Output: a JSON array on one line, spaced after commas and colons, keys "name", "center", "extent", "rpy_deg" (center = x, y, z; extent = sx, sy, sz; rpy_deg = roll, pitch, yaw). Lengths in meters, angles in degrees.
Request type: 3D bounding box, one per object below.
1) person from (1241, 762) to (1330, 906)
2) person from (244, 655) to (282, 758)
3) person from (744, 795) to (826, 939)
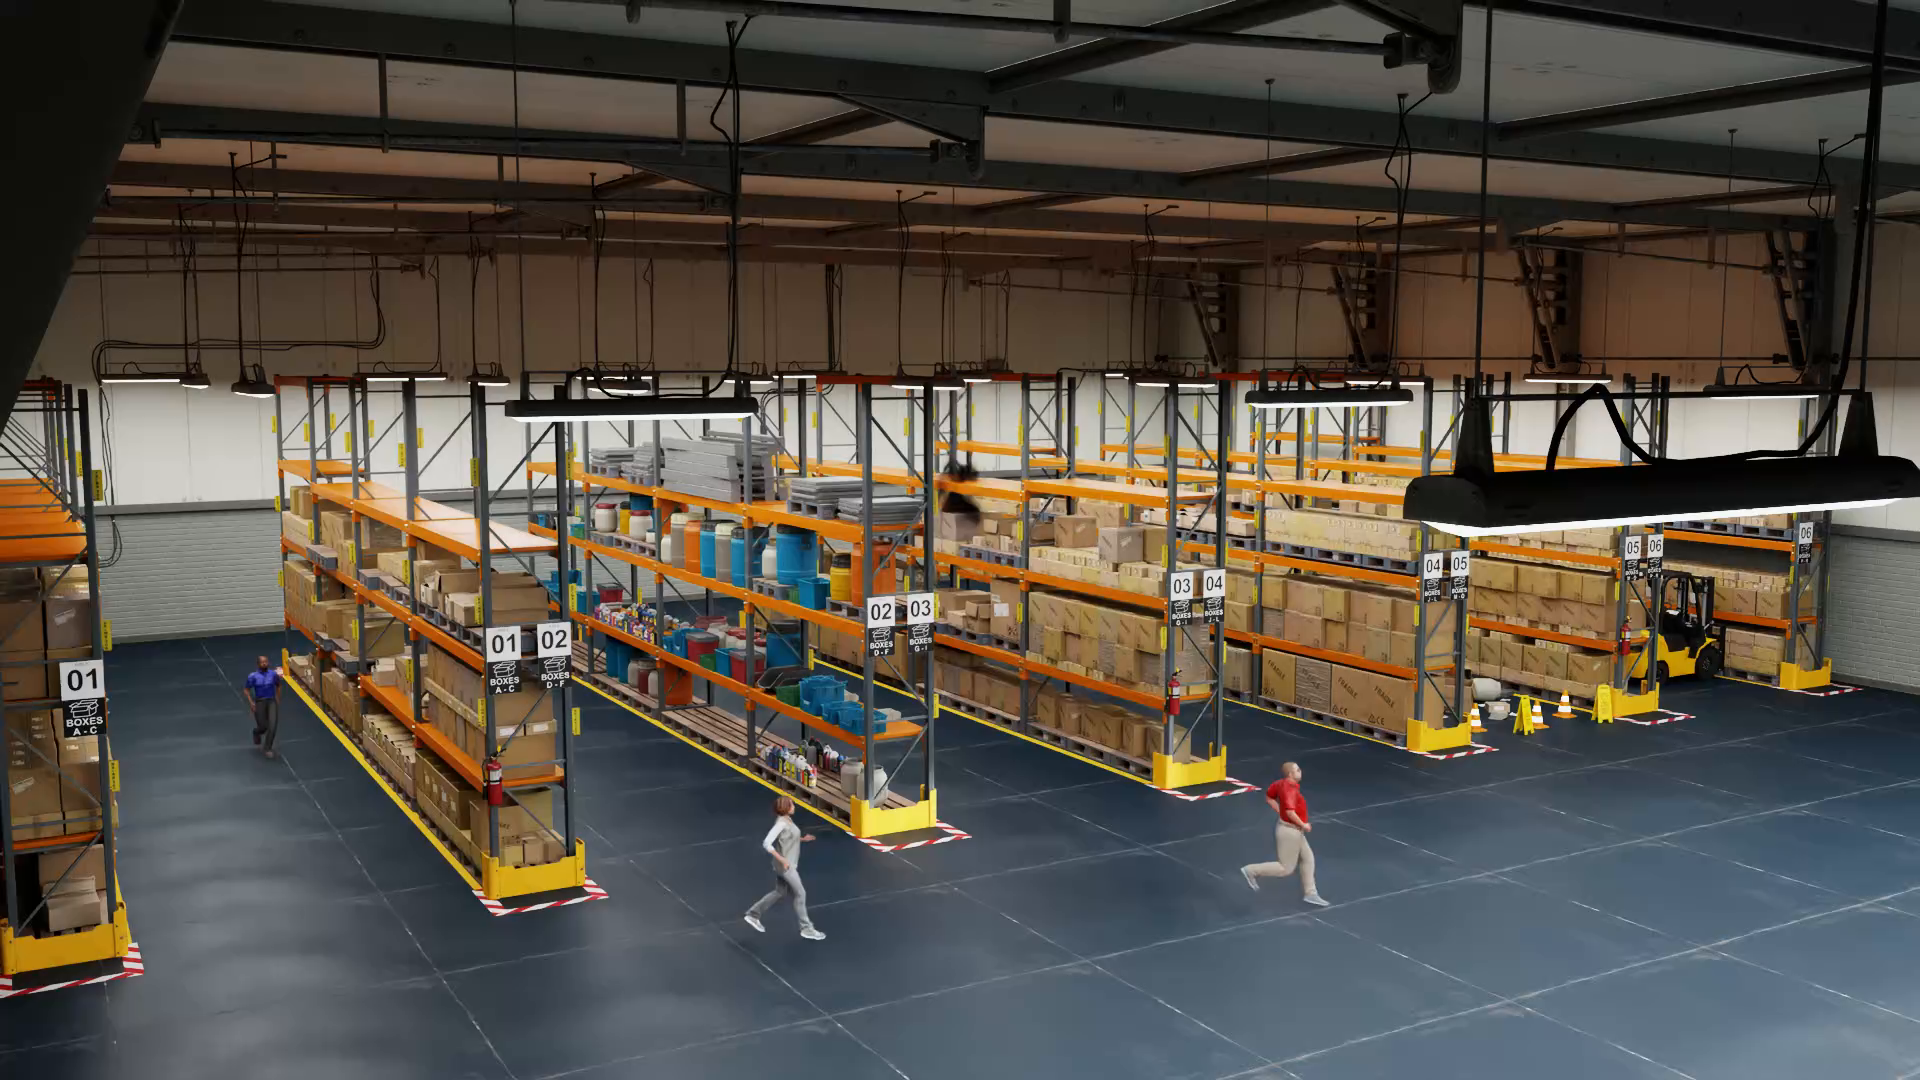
[{"name": "person", "center": [3.780, 3.415, 19.228], "extent": [1.053, 1.723, 0.640], "rpy_deg": [1, 6, 5]}, {"name": "person", "center": [-11.122, 2.639, 26.589], "extent": [0.582, 1.618, 0.578], "rpy_deg": [-5, 8, -37]}, {"name": "person", "center": [-1.907, 3.549, 18.034], "extent": [0.884, 1.592, 0.535], "rpy_deg": [-1, 6, -6]}]
